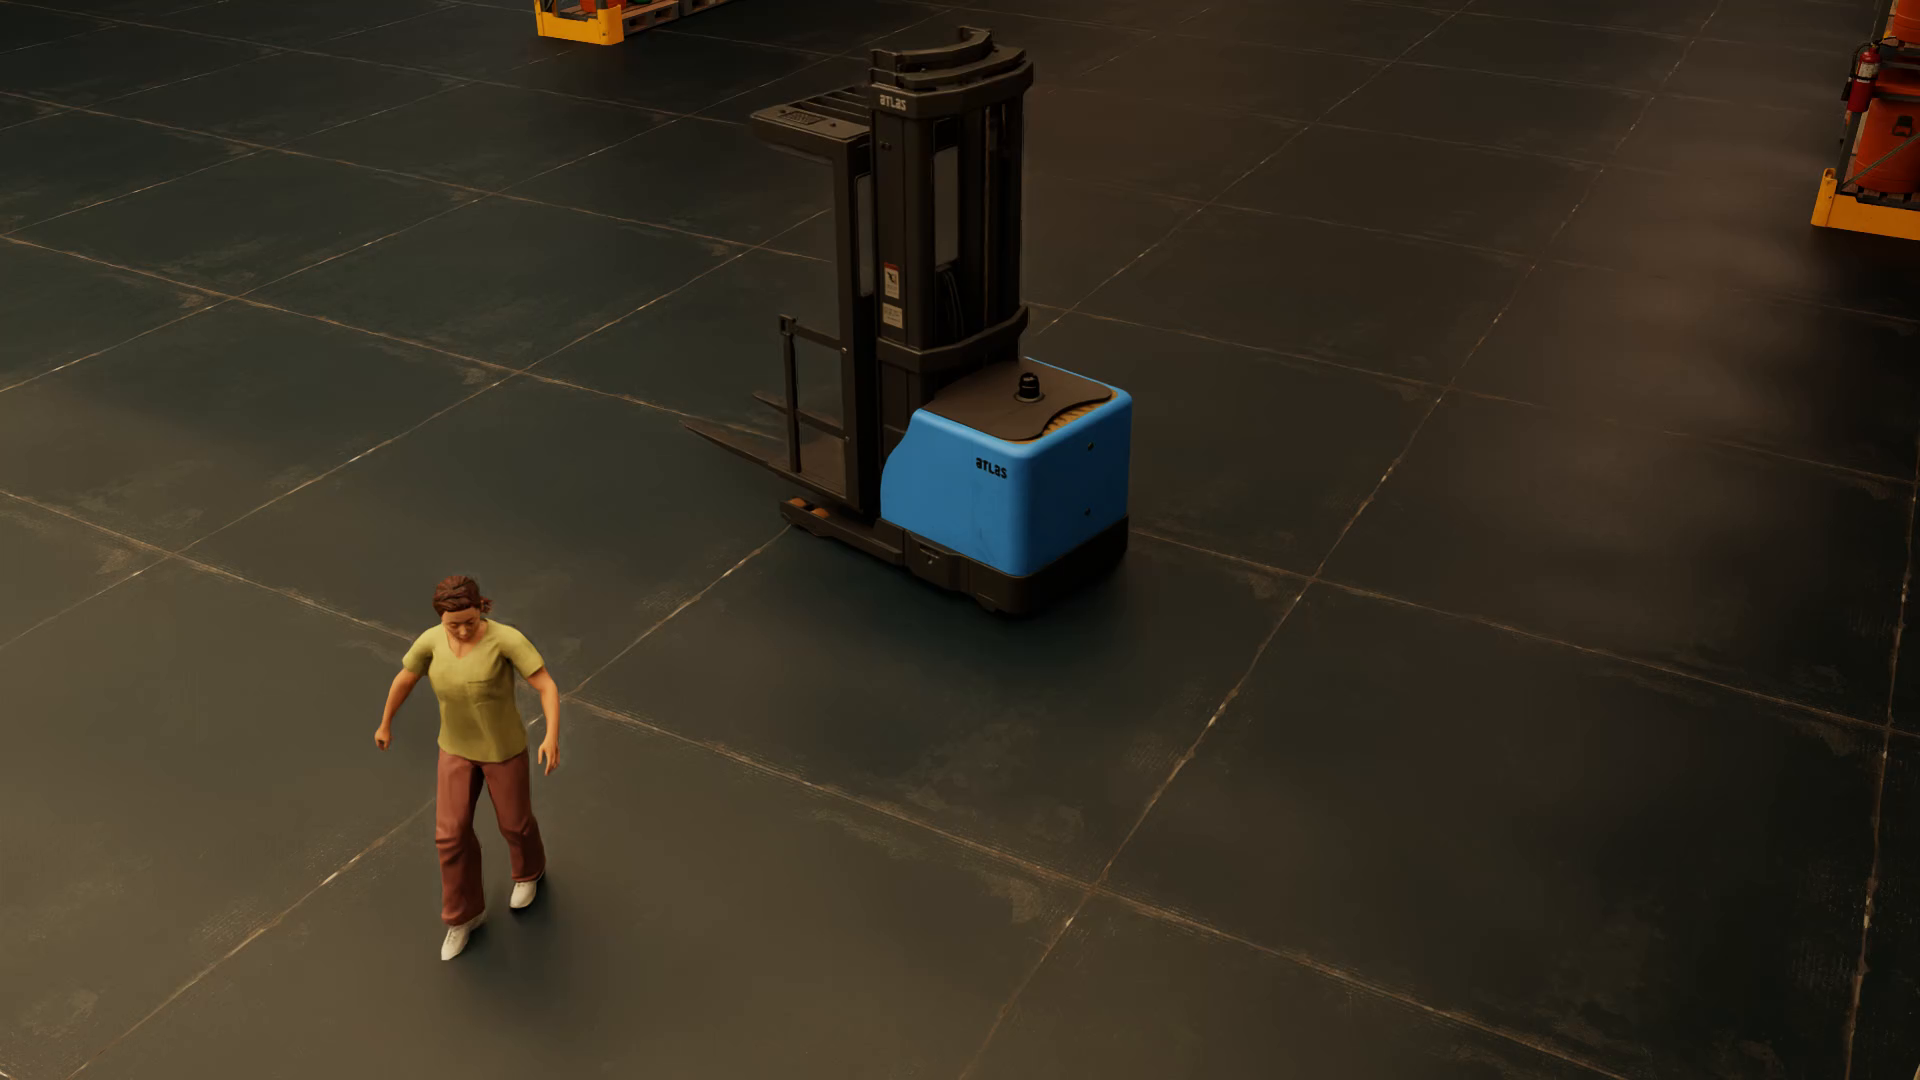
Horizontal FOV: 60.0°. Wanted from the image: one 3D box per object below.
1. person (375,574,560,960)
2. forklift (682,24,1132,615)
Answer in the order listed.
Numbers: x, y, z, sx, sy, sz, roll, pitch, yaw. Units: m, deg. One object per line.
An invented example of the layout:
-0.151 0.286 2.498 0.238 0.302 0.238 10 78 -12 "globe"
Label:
-2.001 1.027 6.866 0.902 1.440 0.630 3 30 6 "person"
-0.462 -1.469 9.616 3.031 2.935 1.130 24 37 35 "forklift"
